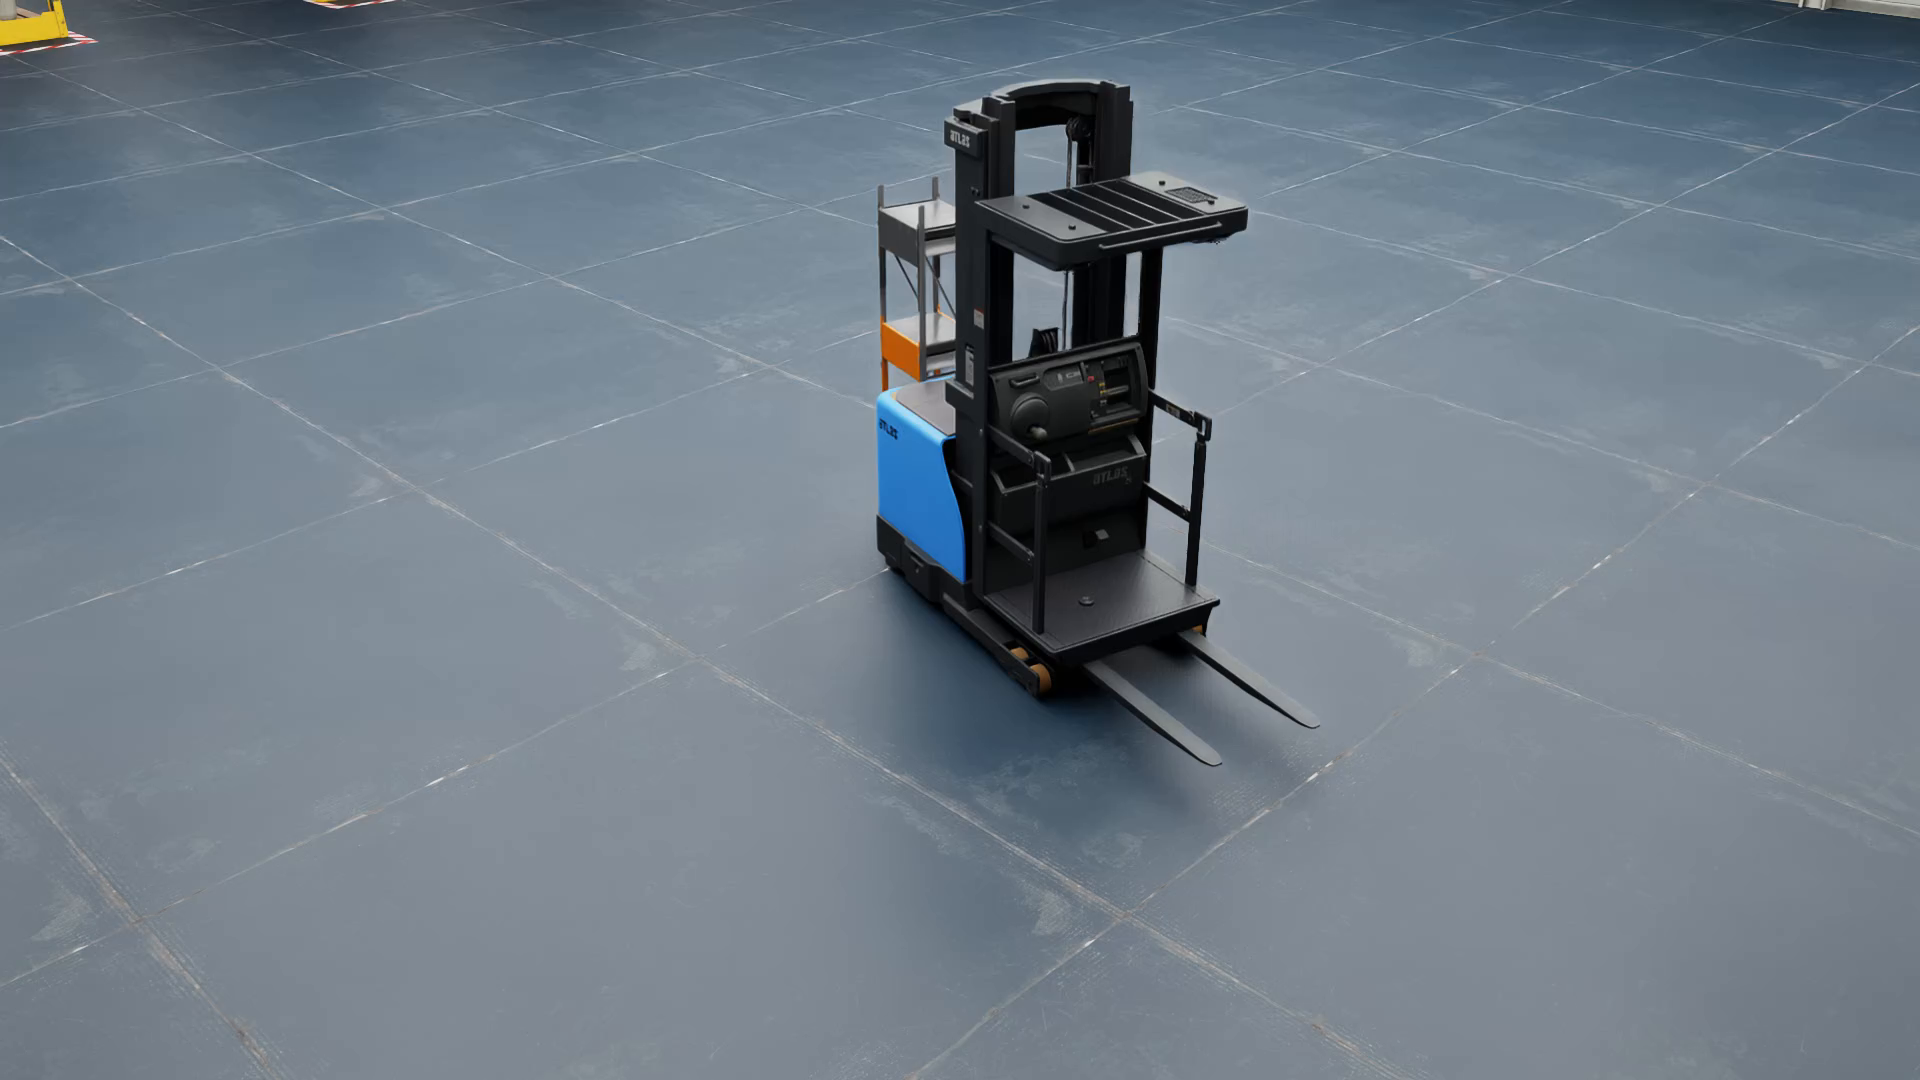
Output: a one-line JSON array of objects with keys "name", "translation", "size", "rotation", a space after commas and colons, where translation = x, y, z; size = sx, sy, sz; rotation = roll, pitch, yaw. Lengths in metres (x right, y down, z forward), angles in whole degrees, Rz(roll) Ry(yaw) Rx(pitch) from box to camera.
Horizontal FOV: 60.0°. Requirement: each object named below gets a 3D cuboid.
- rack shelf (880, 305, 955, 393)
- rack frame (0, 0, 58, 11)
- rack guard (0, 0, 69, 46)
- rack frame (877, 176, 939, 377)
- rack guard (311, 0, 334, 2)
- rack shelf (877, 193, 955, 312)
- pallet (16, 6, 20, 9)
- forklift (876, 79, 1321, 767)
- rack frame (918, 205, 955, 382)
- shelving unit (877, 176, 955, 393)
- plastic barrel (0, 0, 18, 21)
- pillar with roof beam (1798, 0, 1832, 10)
[{"name": "rack shelf", "translation": [-0.181, -1.068, 10.054], "size": [0.431, 0.518, 0.480], "rotation": [-15, 31, -27]}, {"name": "rack frame", "translation": [-13.379, -8.503, 23.199], "size": [0.127, 3.000, 1.000], "rotation": [25, 36, 38]}, {"name": "rack guard", "translation": [-13.467, -7.406, 23.798], "size": [0.348, 0.500, 1.175], "rotation": [25, 36, 38]}, {"name": "rack frame", "translation": [-0.304, -1.178, 10.234], "size": [0.400, 2.100, 0.015], "rotation": [-15, 31, -27]}, {"name": "rack guard", "translation": [-9.961, -9.066, 26.954], "size": [0.348, 0.500, 1.175], "rotation": [25, 36, 38]}, {"name": "rack shelf", "translation": [-0.181, -1.687, 9.728], "size": [0.431, 0.518, 0.480], "rotation": [-15, 31, -27]}, {"name": "pallet", "translation": [-14.908, -7.943, 25.130], "size": [1.213, 0.211, 1.003], "rotation": [25, 36, 38]}, {"name": "forklift", "translation": [0.690, -0.727, 8.484], "size": [1.130, 2.935, 3.031], "rotation": [-16, 32, -27]}, {"name": "rack frame", "translation": [-0.058, -0.982, 9.861], "size": [0.400, 2.100, 0.015], "rotation": [-15, 31, -27]}, {"name": "shelving unit", "translation": [-0.181, -1.080, 10.048], "size": [0.431, 2.100, 0.503], "rotation": [-15, 31, -27]}, {"name": "plastic barrel", "translation": [-13.902, -7.778, 24.040], "size": [0.421, 0.512, 0.421], "rotation": [0, 28, 0]}, {"name": "pillar with roof beam", "translation": [10.471, -10.964, 21.432], "size": [0.400, 9.000, 9.100], "rotation": [25, 36, 38]}]
